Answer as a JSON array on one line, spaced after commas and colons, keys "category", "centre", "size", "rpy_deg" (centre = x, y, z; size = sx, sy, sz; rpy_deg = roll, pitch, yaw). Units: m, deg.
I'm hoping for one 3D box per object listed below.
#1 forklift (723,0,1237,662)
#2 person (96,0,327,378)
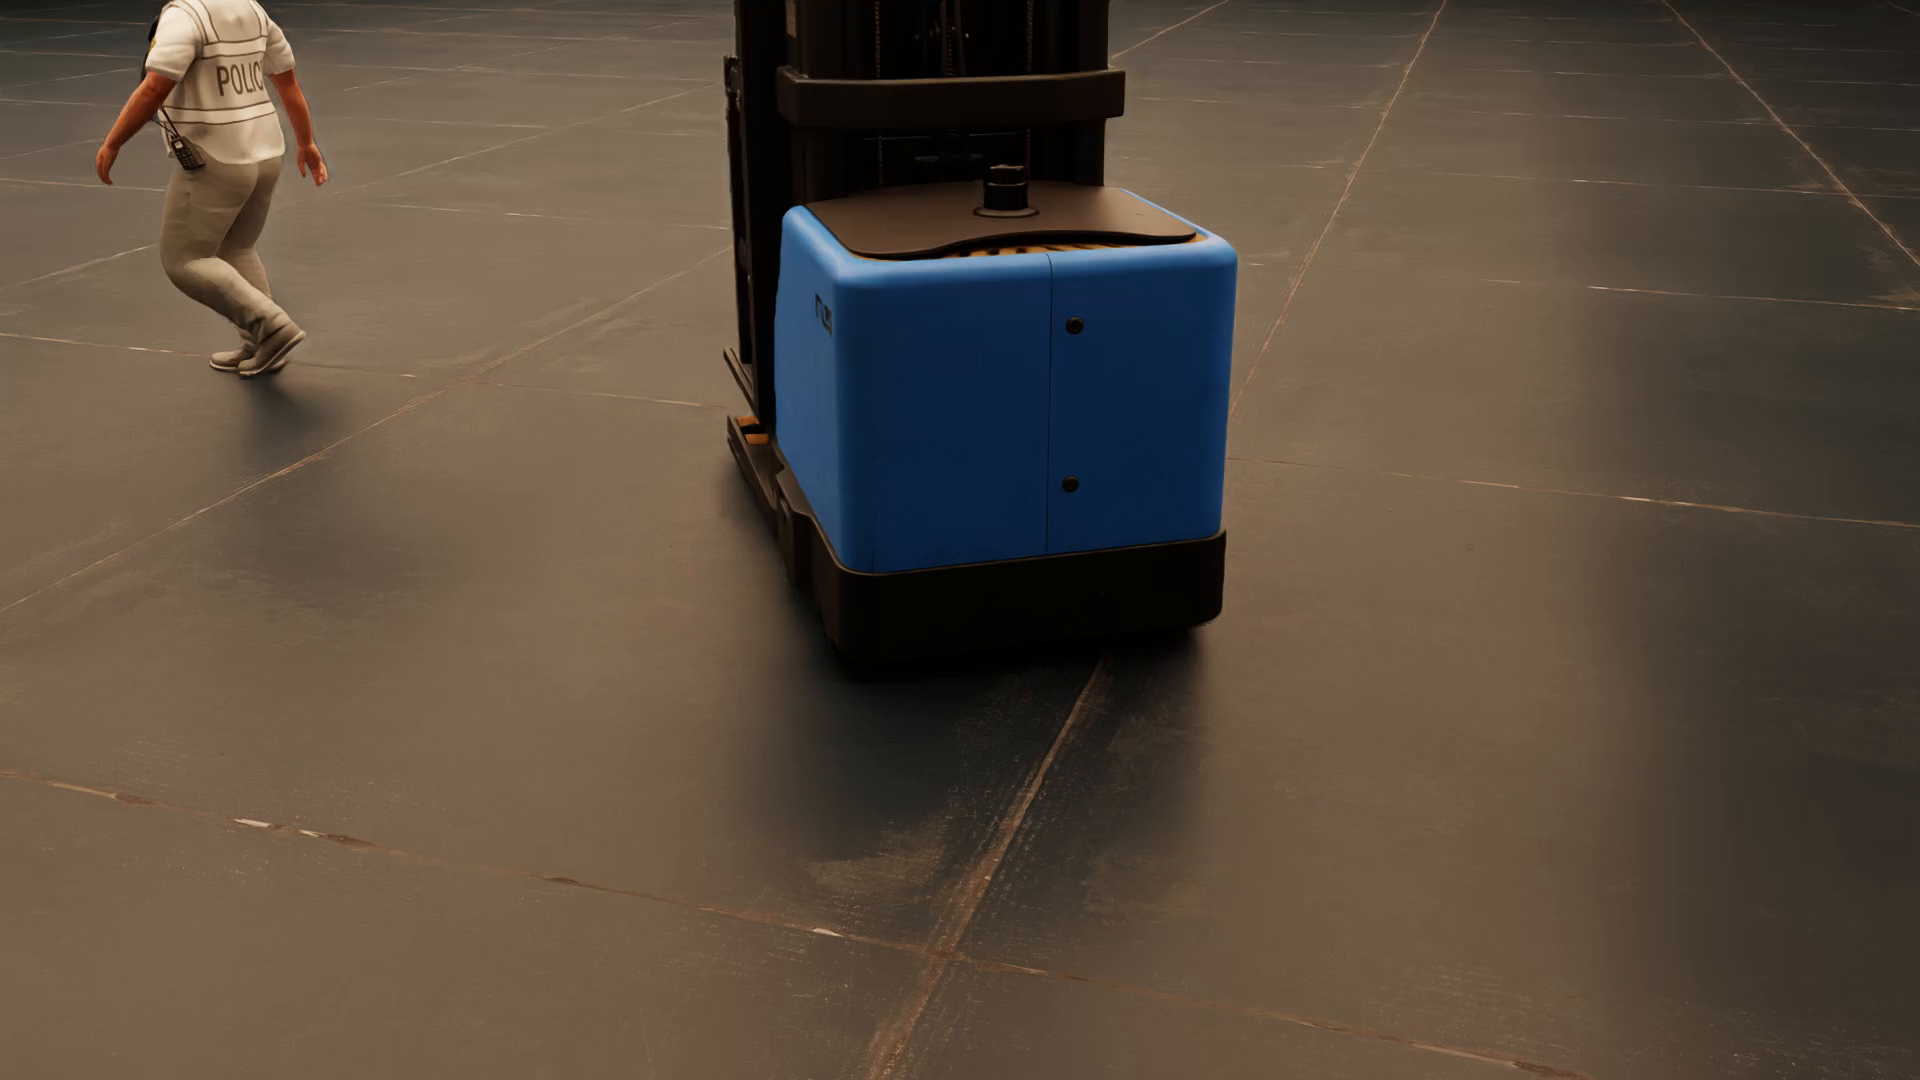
[{"category": "forklift", "centre": [-0.180, -1.581, 5.109], "size": [1.130, 2.935, 3.031], "rpy_deg": [-6, 23, -14]}, {"category": "person", "centre": [-2.826, -1.458, 6.394], "size": [0.576, 1.730, 0.792], "rpy_deg": [4, 23, 10]}]
